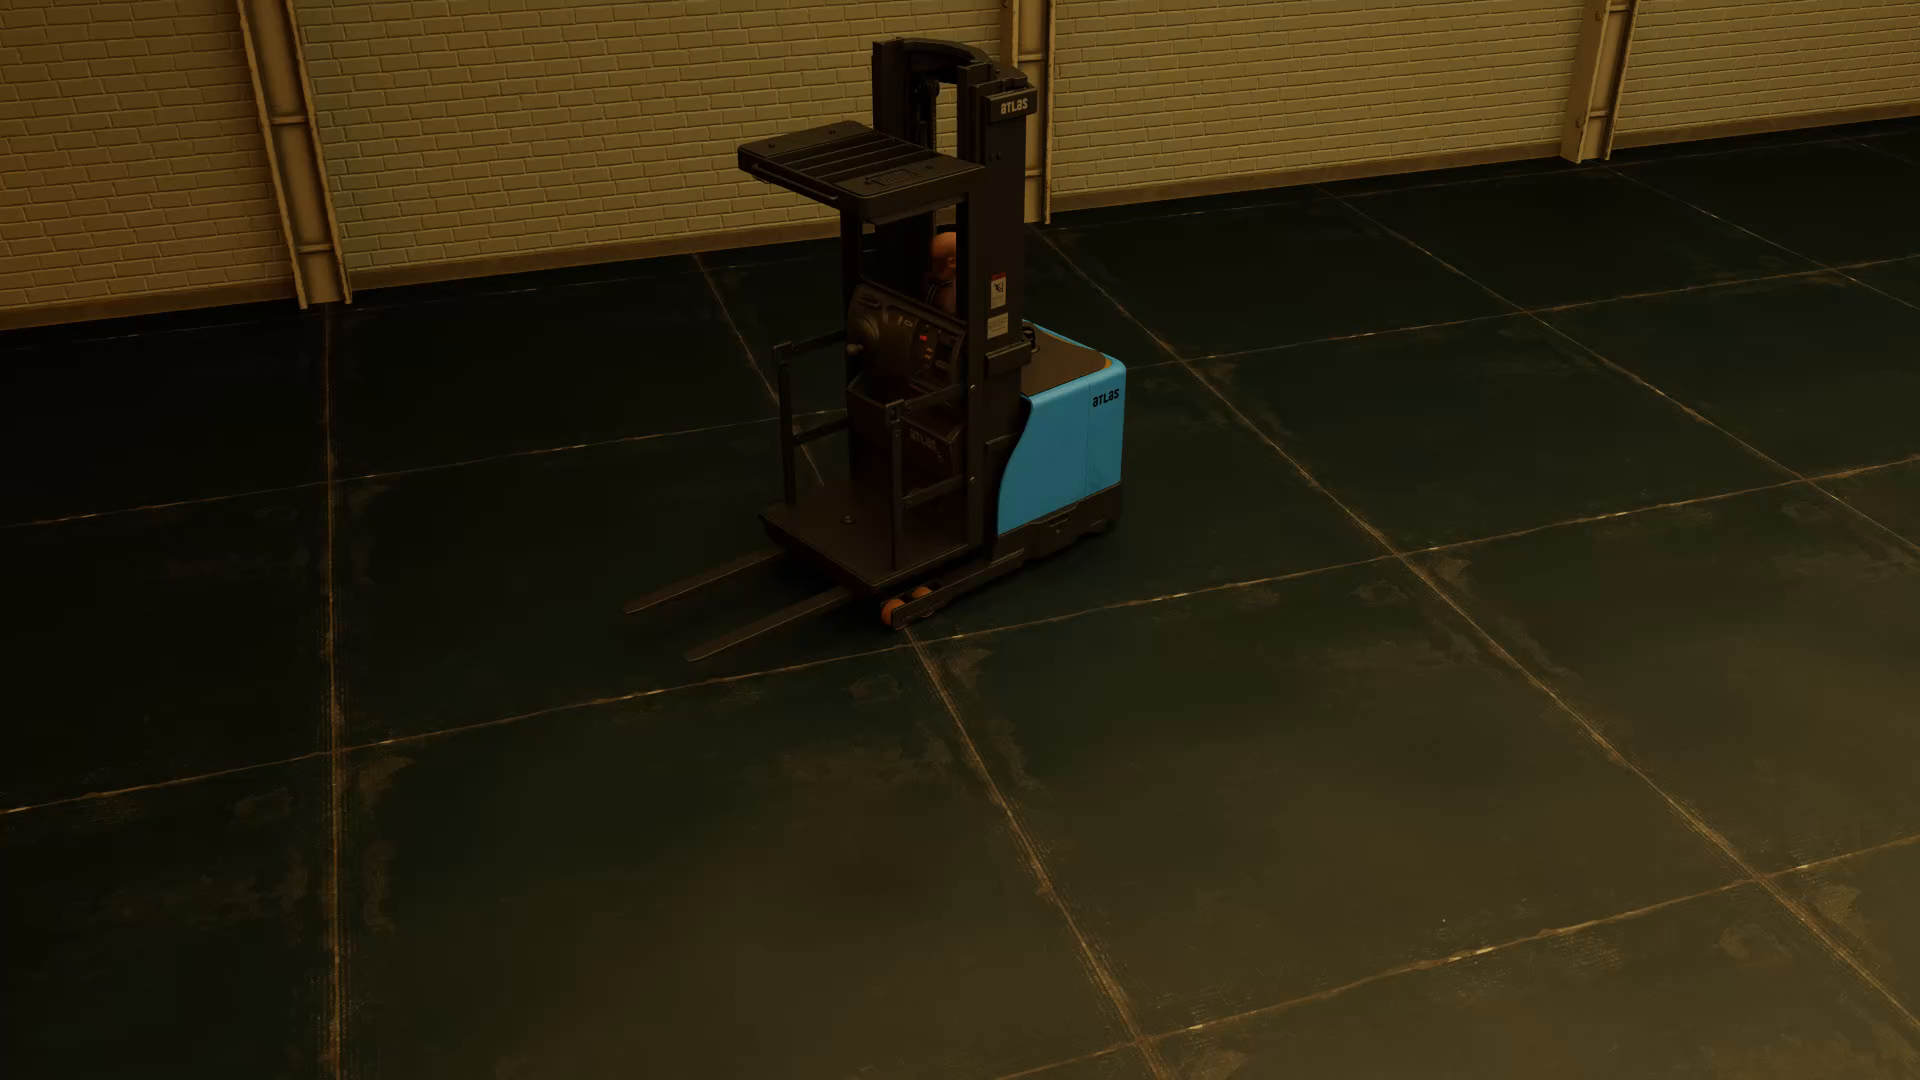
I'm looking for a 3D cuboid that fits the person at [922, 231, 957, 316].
[{"bbox_3d":[-0.003,-0.940,9.478,0.326,1.711,0.567,-10,31,-16],"label":"person"}]

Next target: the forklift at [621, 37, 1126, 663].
[{"bbox_3d":[-0.461,-1.072,8.951,3.031,2.935,1.130,-23,37,-34],"label":"forklift"}]
